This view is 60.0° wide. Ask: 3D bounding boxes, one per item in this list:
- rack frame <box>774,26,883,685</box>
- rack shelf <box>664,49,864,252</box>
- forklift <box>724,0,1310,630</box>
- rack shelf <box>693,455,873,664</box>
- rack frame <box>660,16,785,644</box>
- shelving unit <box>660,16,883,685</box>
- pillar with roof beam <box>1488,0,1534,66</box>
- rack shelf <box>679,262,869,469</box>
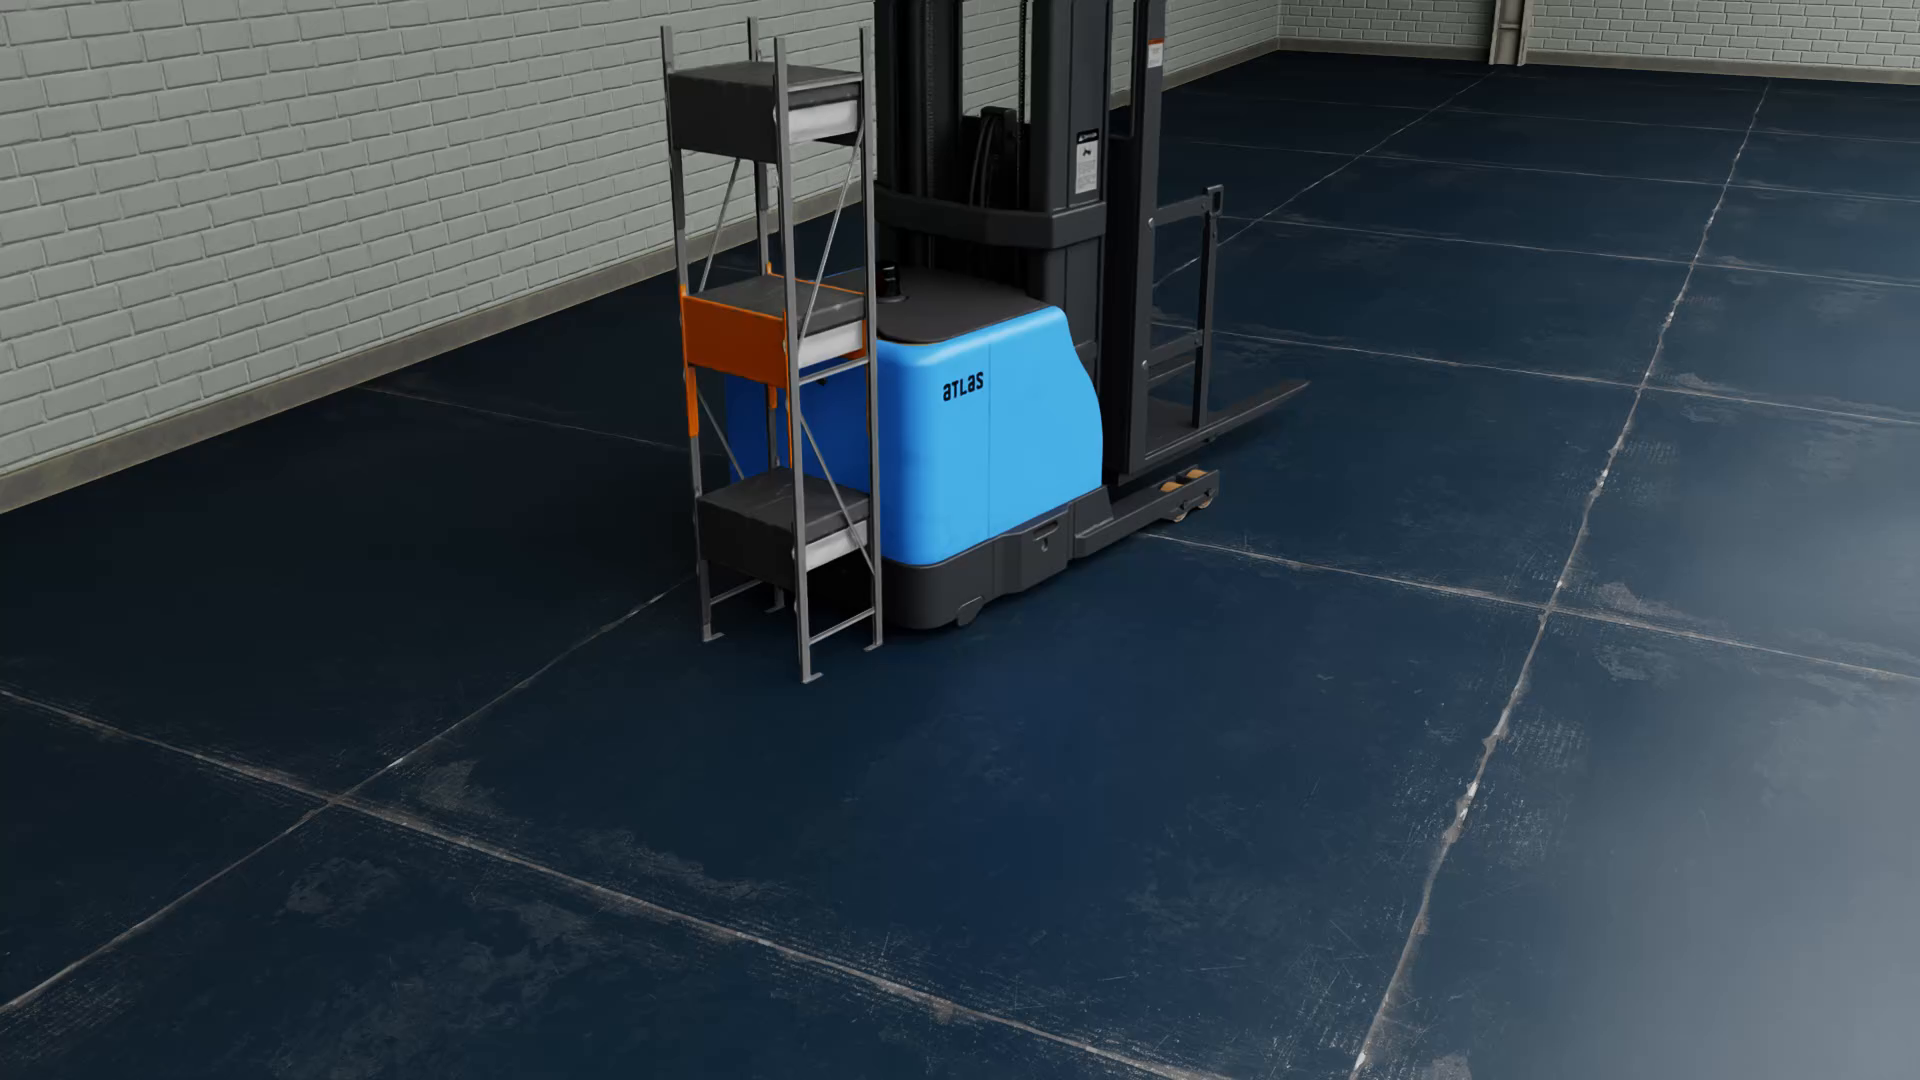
[{"bbox_3d":[-0.405,-0.539,5.335,0.015,2.100,0.400,18,29,36],"label":"rack frame"},{"bbox_3d":[-0.594,-1.231,5.208,0.480,0.518,0.431,18,29,36],"label":"rack shelf"},{"bbox_3d":[0.449,-1.536,6.617,1.130,2.935,3.031,18,29,36],"label":"forklift"},{"bbox_3d":[-0.594,0.057,5.756,0.480,0.518,0.431,18,29,36],"label":"rack shelf"},{"bbox_3d":[-0.783,-0.660,5.619,0.015,2.100,0.400,18,29,36],"label":"rack frame"},{"bbox_3d":[-0.594,-0.600,5.477,0.503,2.100,0.431,18,29,36],"label":"shelving unit"},{"bbox_3d":[4.861,-8.563,15.388,0.400,9.000,9.100,11,25,25],"label":"pillar with roof beam"},{"bbox_3d":[-0.594,-0.587,5.482,0.480,0.518,0.431,18,29,36],"label":"rack shelf"}]
